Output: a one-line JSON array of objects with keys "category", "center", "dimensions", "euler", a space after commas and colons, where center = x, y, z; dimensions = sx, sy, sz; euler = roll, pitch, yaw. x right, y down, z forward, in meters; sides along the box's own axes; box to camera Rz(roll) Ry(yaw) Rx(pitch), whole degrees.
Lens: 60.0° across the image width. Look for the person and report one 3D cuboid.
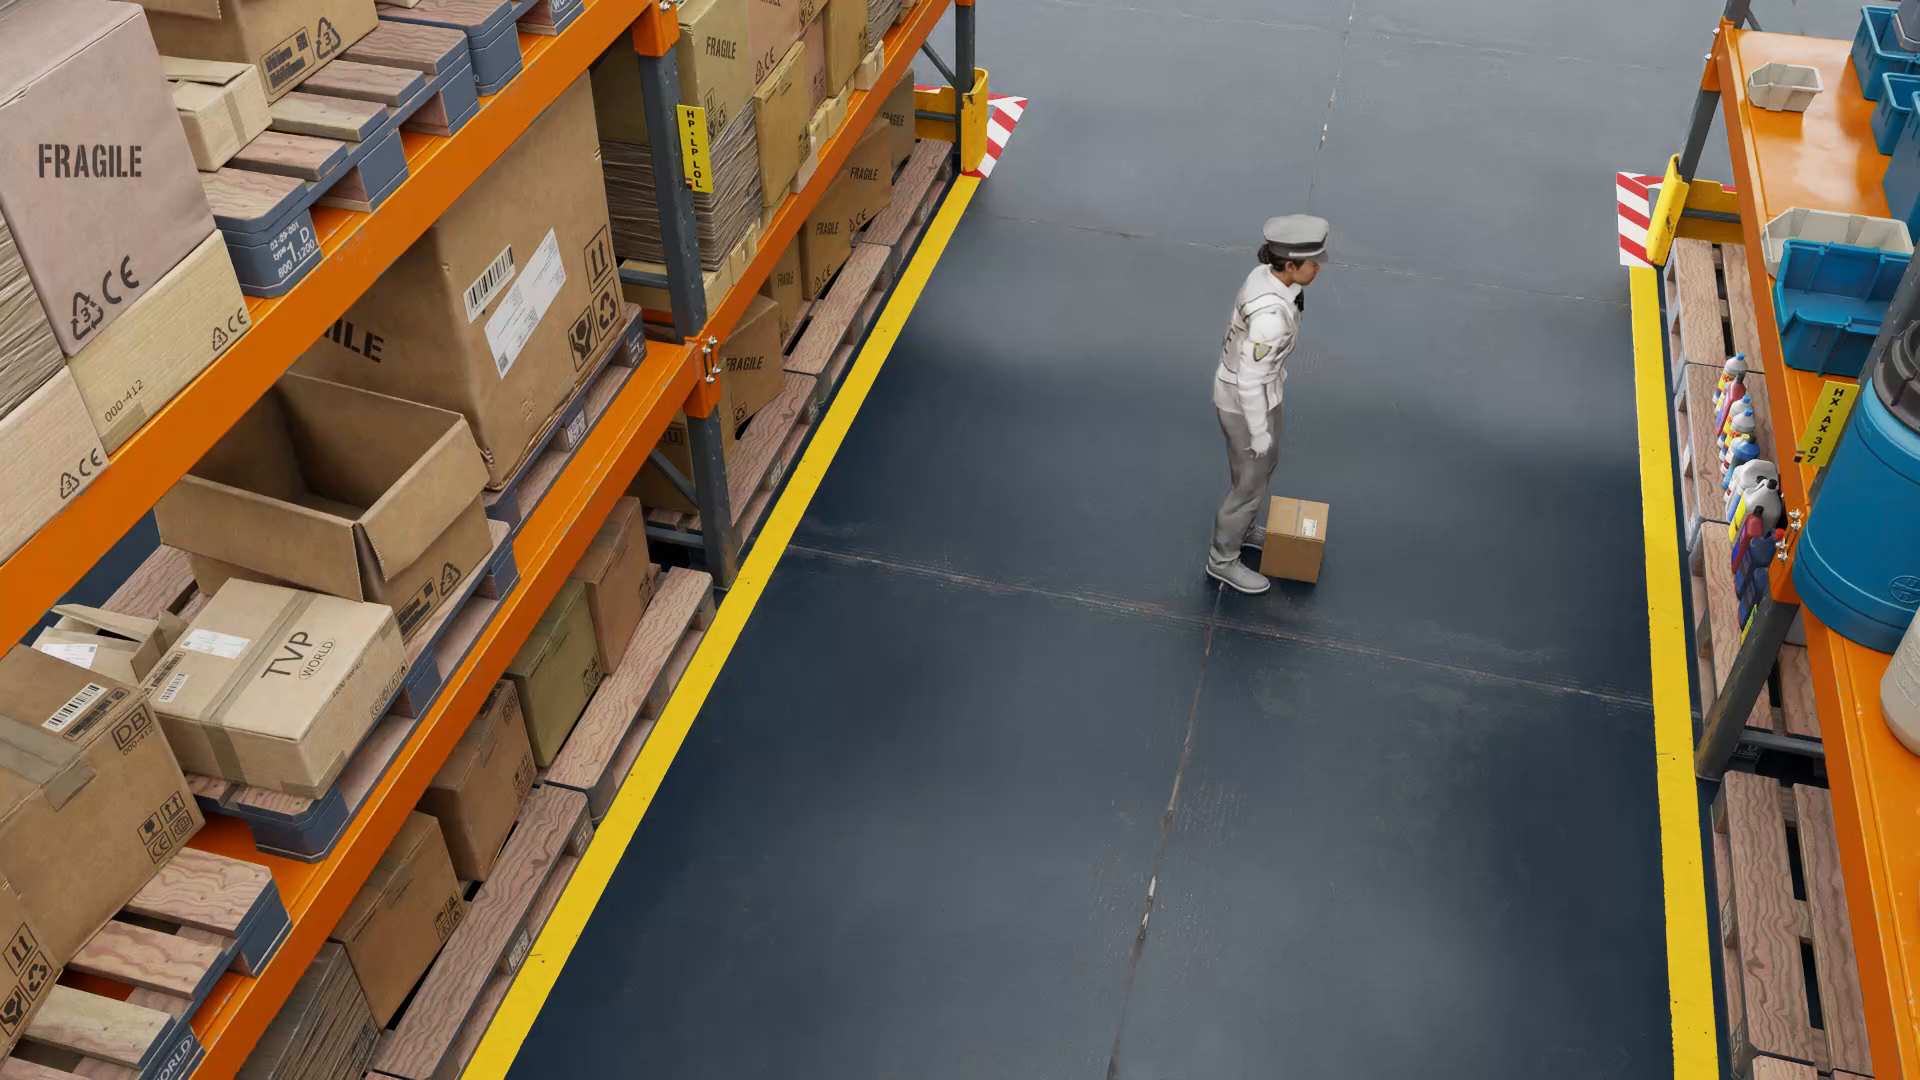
[{"category": "person", "center": [1.234, -0.564, 6.798], "dimensions": [0.403, 1.664, 0.529], "euler": [10, 42, 12]}]
